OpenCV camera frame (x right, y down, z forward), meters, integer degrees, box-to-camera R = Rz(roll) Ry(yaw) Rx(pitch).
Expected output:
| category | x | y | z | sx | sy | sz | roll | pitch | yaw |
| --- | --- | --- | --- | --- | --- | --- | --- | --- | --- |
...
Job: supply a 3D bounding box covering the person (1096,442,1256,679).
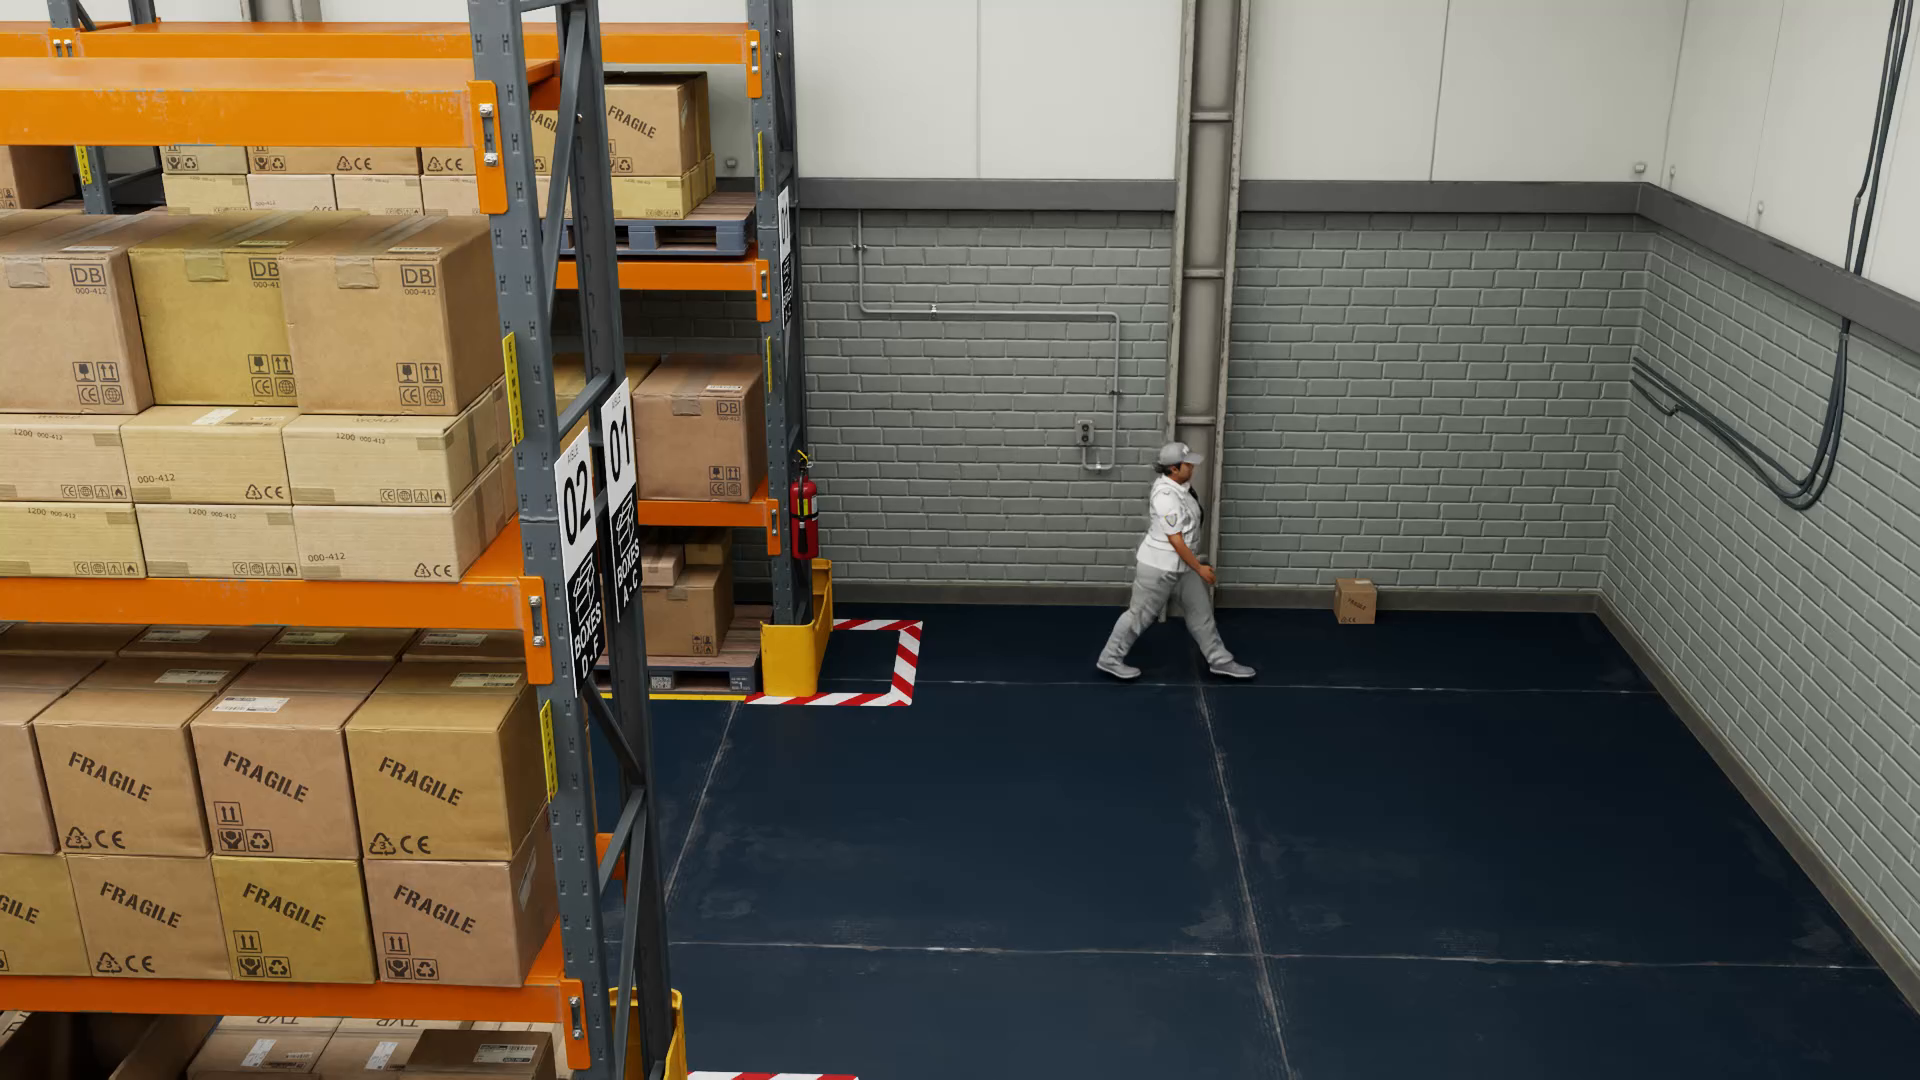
| category | x | y | z | sx | sy | sz | roll | pitch | yaw |
| --- | --- | --- | --- | --- | --- | --- | --- | --- | --- |
| person | 1.413 | 0.148 | 10.655 | 1.014 | 1.602 | 0.478 | 7 | 22 | 18 |
